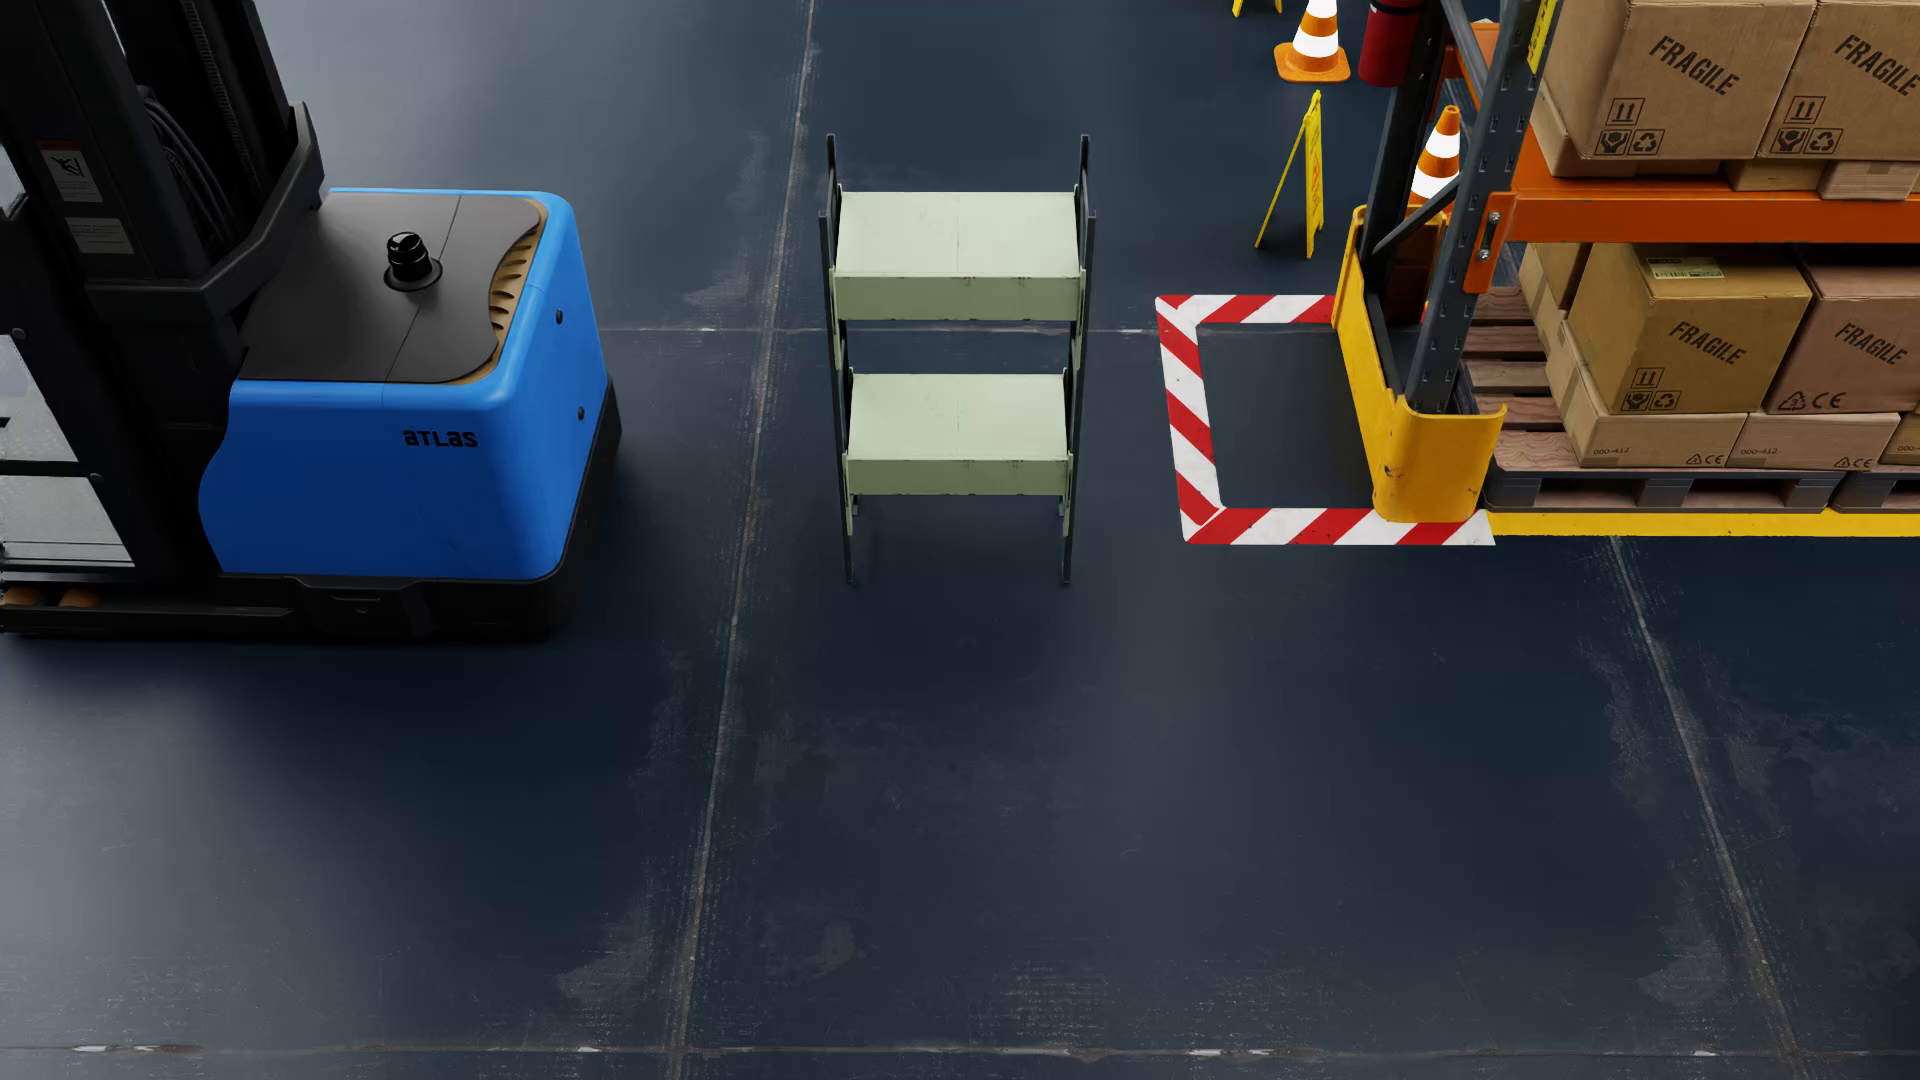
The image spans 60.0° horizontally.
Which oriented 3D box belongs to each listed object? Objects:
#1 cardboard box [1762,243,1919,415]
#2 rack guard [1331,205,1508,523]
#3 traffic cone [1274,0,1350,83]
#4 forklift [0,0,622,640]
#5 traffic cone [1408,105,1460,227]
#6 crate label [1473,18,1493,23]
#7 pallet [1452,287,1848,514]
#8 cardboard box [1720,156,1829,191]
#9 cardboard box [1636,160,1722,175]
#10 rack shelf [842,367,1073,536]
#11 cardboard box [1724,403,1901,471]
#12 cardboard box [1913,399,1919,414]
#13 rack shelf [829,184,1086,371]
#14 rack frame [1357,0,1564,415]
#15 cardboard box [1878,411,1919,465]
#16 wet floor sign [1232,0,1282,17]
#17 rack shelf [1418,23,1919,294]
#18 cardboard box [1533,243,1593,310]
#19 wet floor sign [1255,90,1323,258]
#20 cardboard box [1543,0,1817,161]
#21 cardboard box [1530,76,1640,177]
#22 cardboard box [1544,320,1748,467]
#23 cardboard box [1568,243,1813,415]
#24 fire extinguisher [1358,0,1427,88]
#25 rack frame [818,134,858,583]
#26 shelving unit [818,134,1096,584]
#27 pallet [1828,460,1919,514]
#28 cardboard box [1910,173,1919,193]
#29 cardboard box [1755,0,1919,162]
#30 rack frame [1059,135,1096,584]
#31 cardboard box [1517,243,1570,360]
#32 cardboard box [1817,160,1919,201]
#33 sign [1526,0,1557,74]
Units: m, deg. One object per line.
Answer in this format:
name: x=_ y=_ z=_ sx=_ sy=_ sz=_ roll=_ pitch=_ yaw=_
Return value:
cardboard box: x=2.911 y=-0.770 z=5.497 sx=0.500 sy=0.500 sz=0.500 roll=-1 pitch=47 yaw=-1
rack guard: x=1.635 y=-0.659 z=6.022 sx=0.348 sy=0.500 sz=1.175 roll=0 pitch=47 yaw=0
traffic cone: x=1.658 y=-2.403 z=7.670 sx=0.334 sy=0.463 sz=0.336 roll=0 pitch=47 yaw=0
forklift: x=-2.752 y=-1.071 z=4.744 sx=3.031 sy=2.935 sz=1.130 roll=1 pitch=47 yaw=1
traffic cone: x=1.994 y=-1.589 z=6.913 sx=0.334 sy=0.463 sz=0.336 roll=0 pitch=47 yaw=0
crate label: x=2.444 y=-2.335 z=7.830 sx=0.298 sy=0.136 sz=0.250 roll=-23 pitch=51 yaw=-20
pallet: x=2.447 y=-0.532 z=6.101 sx=1.213 sy=0.211 sz=1.003 roll=0 pitch=47 yaw=0
cardboard box: x=2.415 y=-1.222 z=5.010 sx=0.250 sy=0.149 sz=0.380 roll=-1 pitch=47 yaw=-1
cardboard box: x=2.150 y=-1.282 z=5.066 sx=0.250 sy=0.149 sz=0.380 roll=1 pitch=47 yaw=1
rack shelf: x=-0.007 y=-0.289 z=5.440 sx=0.720 sy=0.370 sz=0.431 roll=0 pitch=47 yaw=0
cardboard box: x=2.875 y=-0.505 z=5.763 sx=0.500 sy=0.250 sz=0.500 roll=2 pitch=47 yaw=2
cardboard box: x=3.413 y=-0.762 z=5.490 sx=0.500 sy=0.500 sz=0.500 roll=1 pitch=47 yaw=1
rack shelf: x=-0.007 y=-0.777 z=4.915 sx=0.720 sy=0.370 sz=0.431 roll=0 pitch=47 yaw=0
rack frame: x=1.559 y=-1.511 z=5.107 sx=0.127 sy=3.000 sz=1.000 roll=0 pitch=47 yaw=0
cardboard box: x=3.421 y=-0.513 z=5.770 sx=0.500 sy=0.250 sz=0.500 roll=3 pitch=47 yaw=3
wet floor sign: x=1.440 y=-2.883 z=7.992 sx=0.232 sy=0.644 sz=0.267 roll=-7 pitch=47 yaw=-7
rack shelf: x=3.559 y=-1.260 z=5.365 sx=4.000 sy=0.370 sz=1.077 roll=0 pitch=47 yaw=0
cardboard box: x=2.361 y=-1.161 z=5.861 sx=0.500 sy=0.500 sz=0.500 roll=0 pitch=47 yaw=0
wet floor sign: x=1.373 y=-1.492 z=6.698 sx=0.232 sy=0.644 sz=0.267 roll=15 pitch=49 yaw=14
cardboard box: x=2.032 y=-1.442 z=4.771 sx=0.500 sy=0.500 sz=0.500 roll=0 pitch=47 yaw=0
cardboard box: x=1.898 y=-1.272 z=5.057 sx=0.250 sy=0.149 sz=0.380 roll=0 pitch=47 yaw=0
cardboard box: x=2.365 y=-0.512 z=5.769 sx=0.500 sy=0.250 sz=0.500 roll=0 pitch=47 yaw=0
cardboard box: x=2.388 y=-0.768 z=5.495 sx=0.500 sy=0.500 sz=0.500 roll=-1 pitch=47 yaw=-1
fire extinguisher: x=1.446 y=-1.822 z=5.449 sx=0.183 sy=0.674 sz=0.296 roll=0 pitch=47 yaw=0
rack frame: x=-0.373 y=-0.512 z=5.202 sx=0.023 sy=1.500 sz=0.400 roll=0 pitch=47 yaw=0
shelving unit: x=-0.007 y=-0.511 z=5.201 sx=0.755 sy=1.500 sz=0.431 roll=0 pitch=47 yaw=0
pallet: x=3.664 y=-0.527 z=6.096 sx=1.213 sy=0.211 sz=1.003 roll=0 pitch=47 yaw=0
cardboard box: x=2.928 y=-1.212 z=5.000 sx=0.250 sy=0.149 sz=0.380 roll=1 pitch=47 yaw=1
cardboard box: x=2.550 y=-1.443 z=4.772 sx=0.500 sy=0.500 sz=0.500 roll=1 pitch=47 yaw=1
rack frame: x=0.359 y=-0.510 z=5.200 sx=0.023 sy=1.500 sz=0.400 roll=0 pitch=47 yaw=0
cardboard box: x=2.392 y=-0.911 z=6.141 sx=0.500 sy=0.250 sz=0.500 roll=0 pitch=47 yaw=0
cardboard box: x=2.669 y=-1.188 z=4.978 sx=0.250 sy=0.149 sz=0.380 roll=1 pitch=47 yaw=1
sign: x=1.557 y=-1.408 z=4.420 sx=0.005 sy=0.325 sz=0.100 roll=0 pitch=47 yaw=0
